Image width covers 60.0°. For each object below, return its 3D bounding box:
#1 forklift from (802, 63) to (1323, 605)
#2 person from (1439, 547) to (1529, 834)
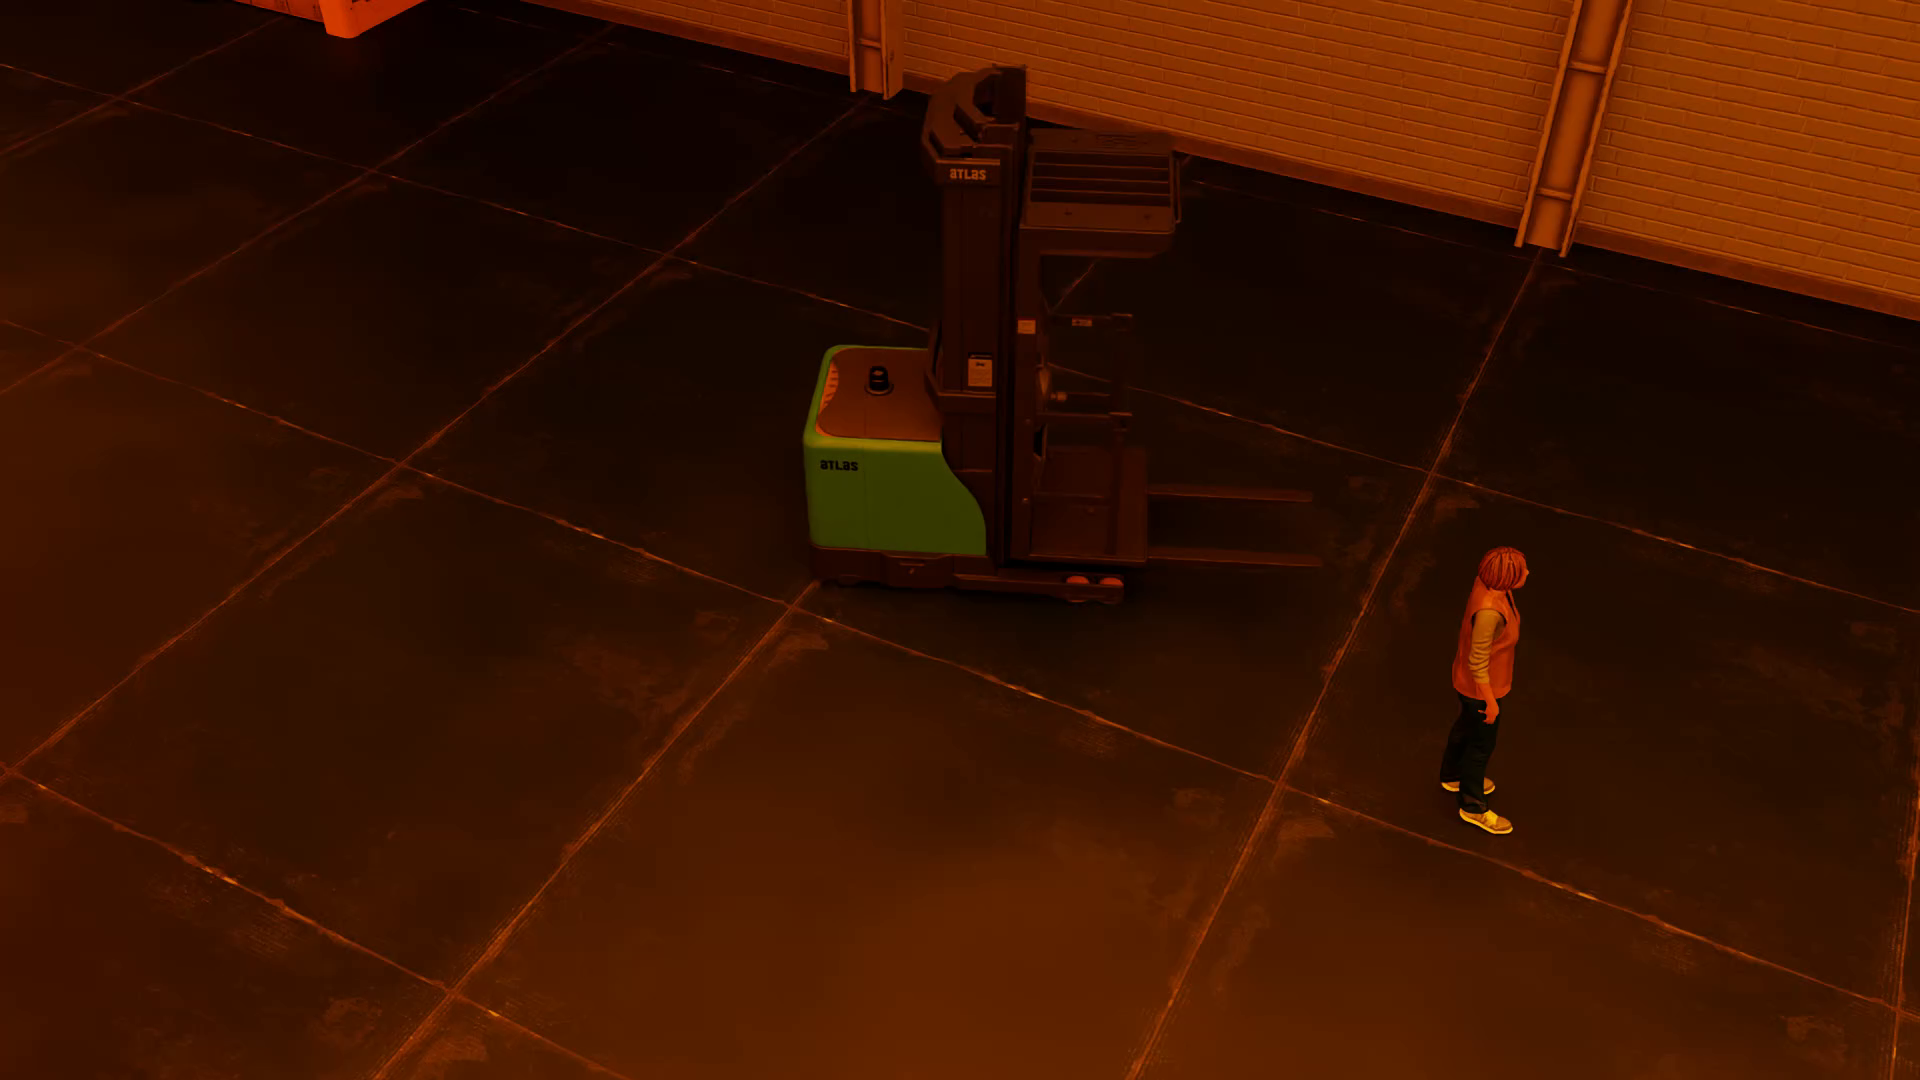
[{"bbox_3d":[0.644,-1.096,9.288,3.031,2.935,1.130,3,40,4],"label":"forklift"},{"bbox_3d":[2.645,0.710,8.180,0.474,1.584,0.519,11,41,12],"label":"person"}]
